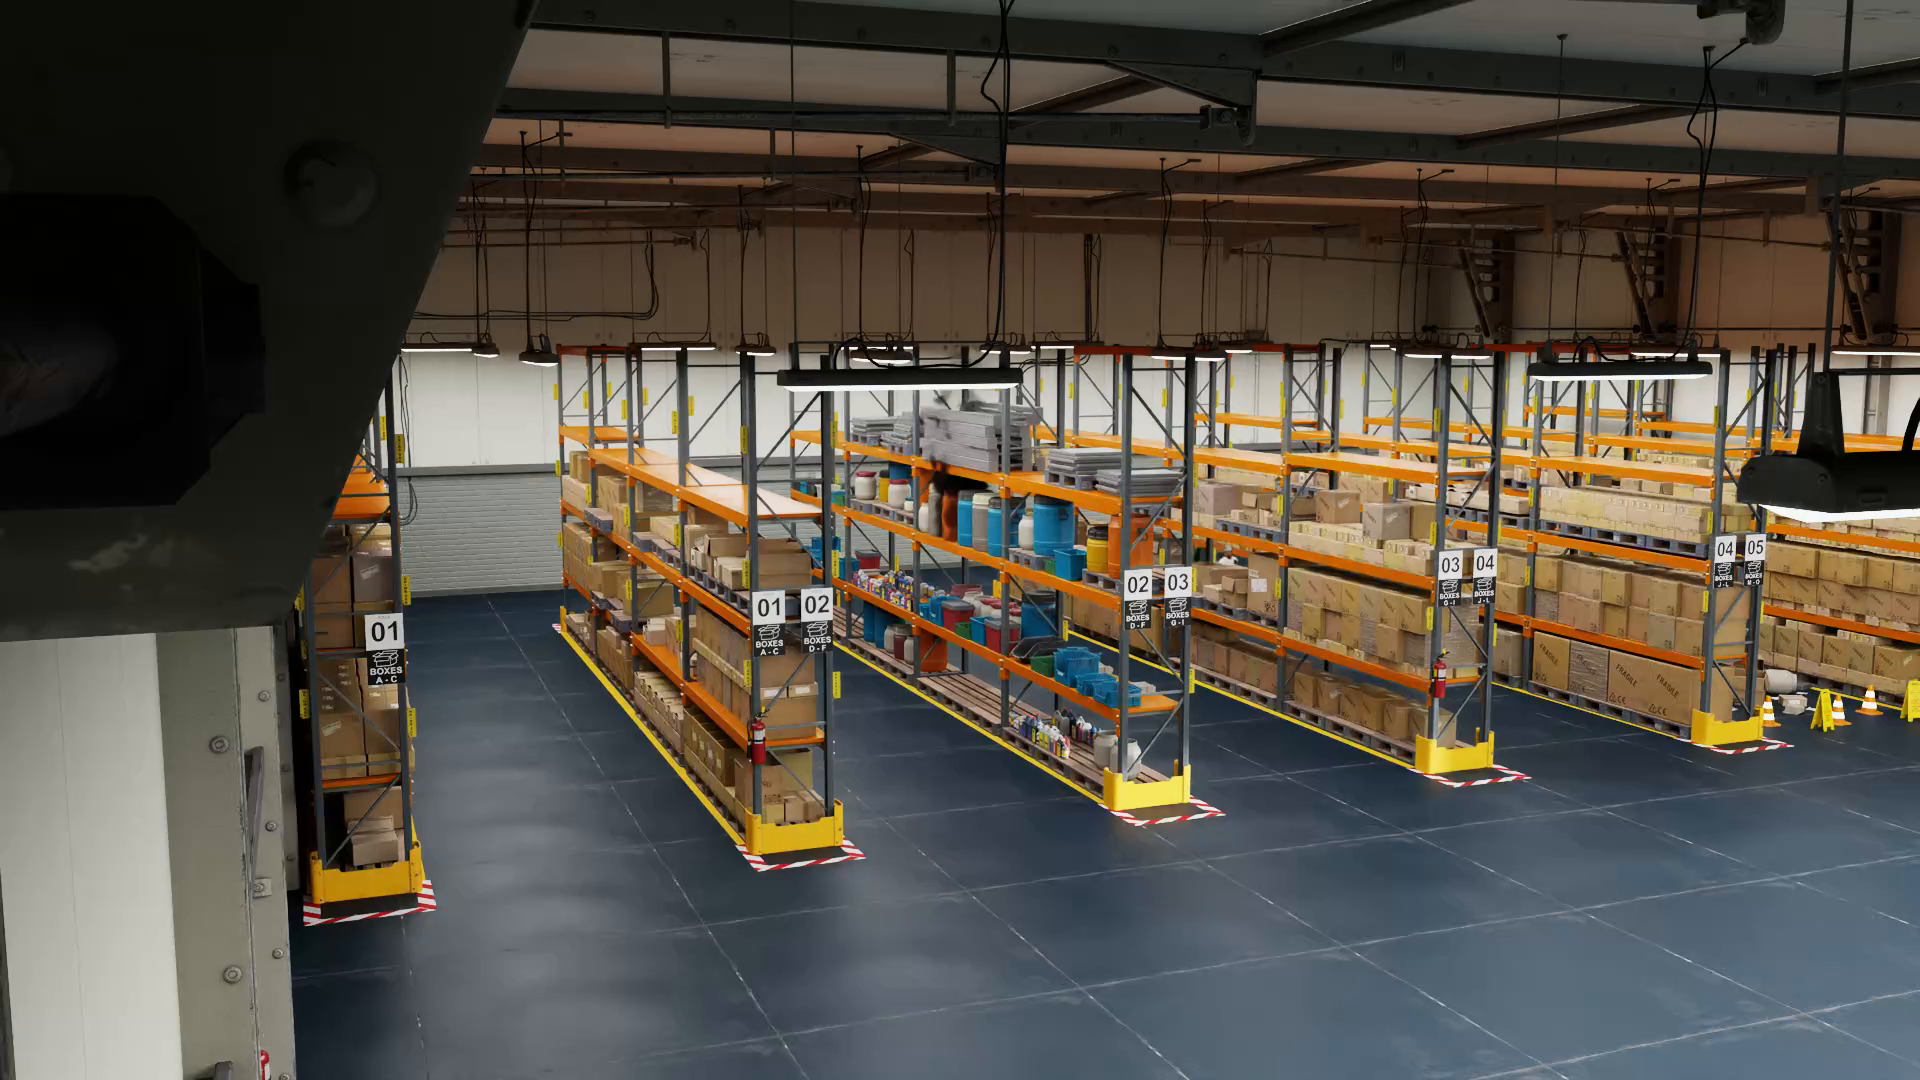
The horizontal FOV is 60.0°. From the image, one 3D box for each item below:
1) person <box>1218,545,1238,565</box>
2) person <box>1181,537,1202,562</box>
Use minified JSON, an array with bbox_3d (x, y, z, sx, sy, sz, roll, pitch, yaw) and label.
[{"bbox_3d":[5.875,0.922,36.100,0.589,1.659,0.617,-2,8,-16],"label":"person"},{"bbox_3d":[5.917,0.184,41.605,0.755,1.812,0.670,-2,8,-18],"label":"person"}]
